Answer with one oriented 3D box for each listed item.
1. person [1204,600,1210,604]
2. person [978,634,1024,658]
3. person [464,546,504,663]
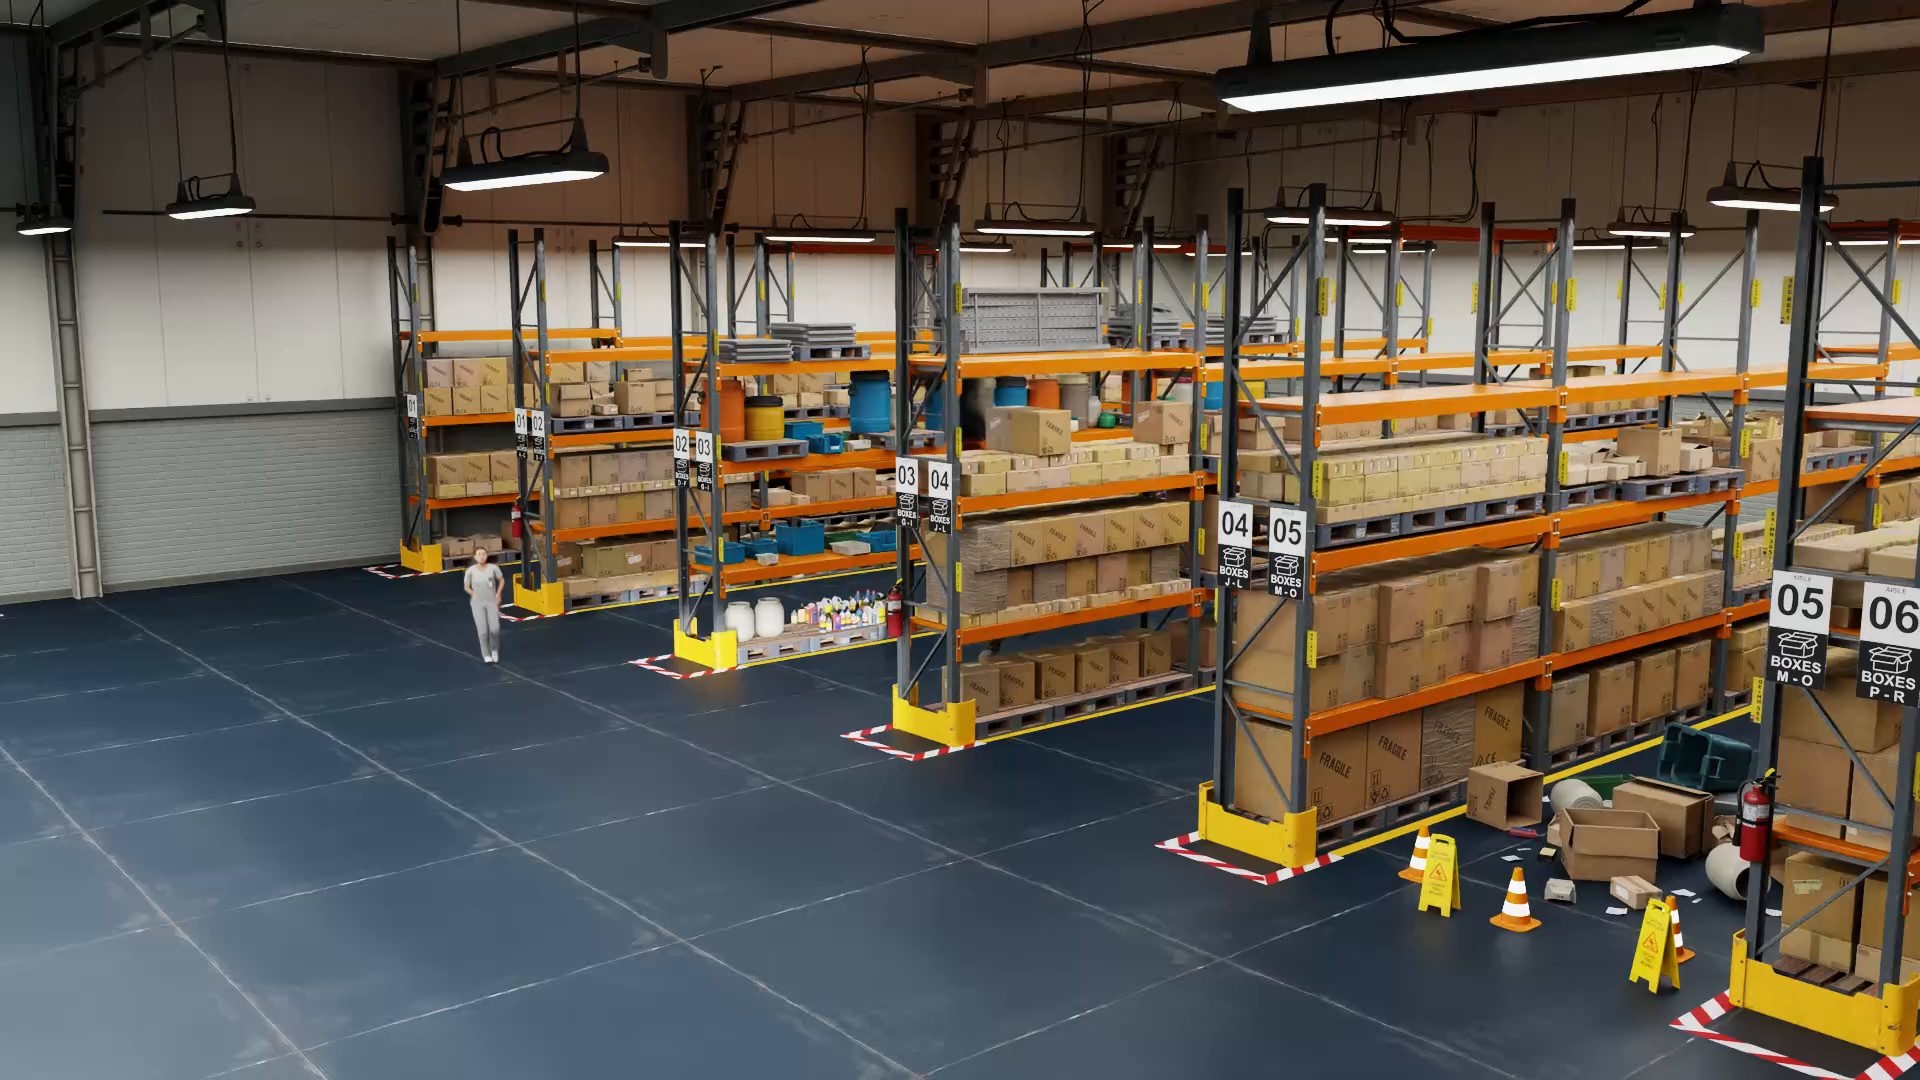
[{"bbox_3d":[3.756,0.344,25.978,0.565,1.460,0.863,5,10,31],"label":"person"},{"bbox_3d":[0.613,0.683,21.975,0.895,1.740,0.713,-8,12,-42],"label":"person"},{"bbox_3d":[-6.443,0.888,22.572,0.538,1.627,0.606,-3,9,-17],"label":"person"}]
